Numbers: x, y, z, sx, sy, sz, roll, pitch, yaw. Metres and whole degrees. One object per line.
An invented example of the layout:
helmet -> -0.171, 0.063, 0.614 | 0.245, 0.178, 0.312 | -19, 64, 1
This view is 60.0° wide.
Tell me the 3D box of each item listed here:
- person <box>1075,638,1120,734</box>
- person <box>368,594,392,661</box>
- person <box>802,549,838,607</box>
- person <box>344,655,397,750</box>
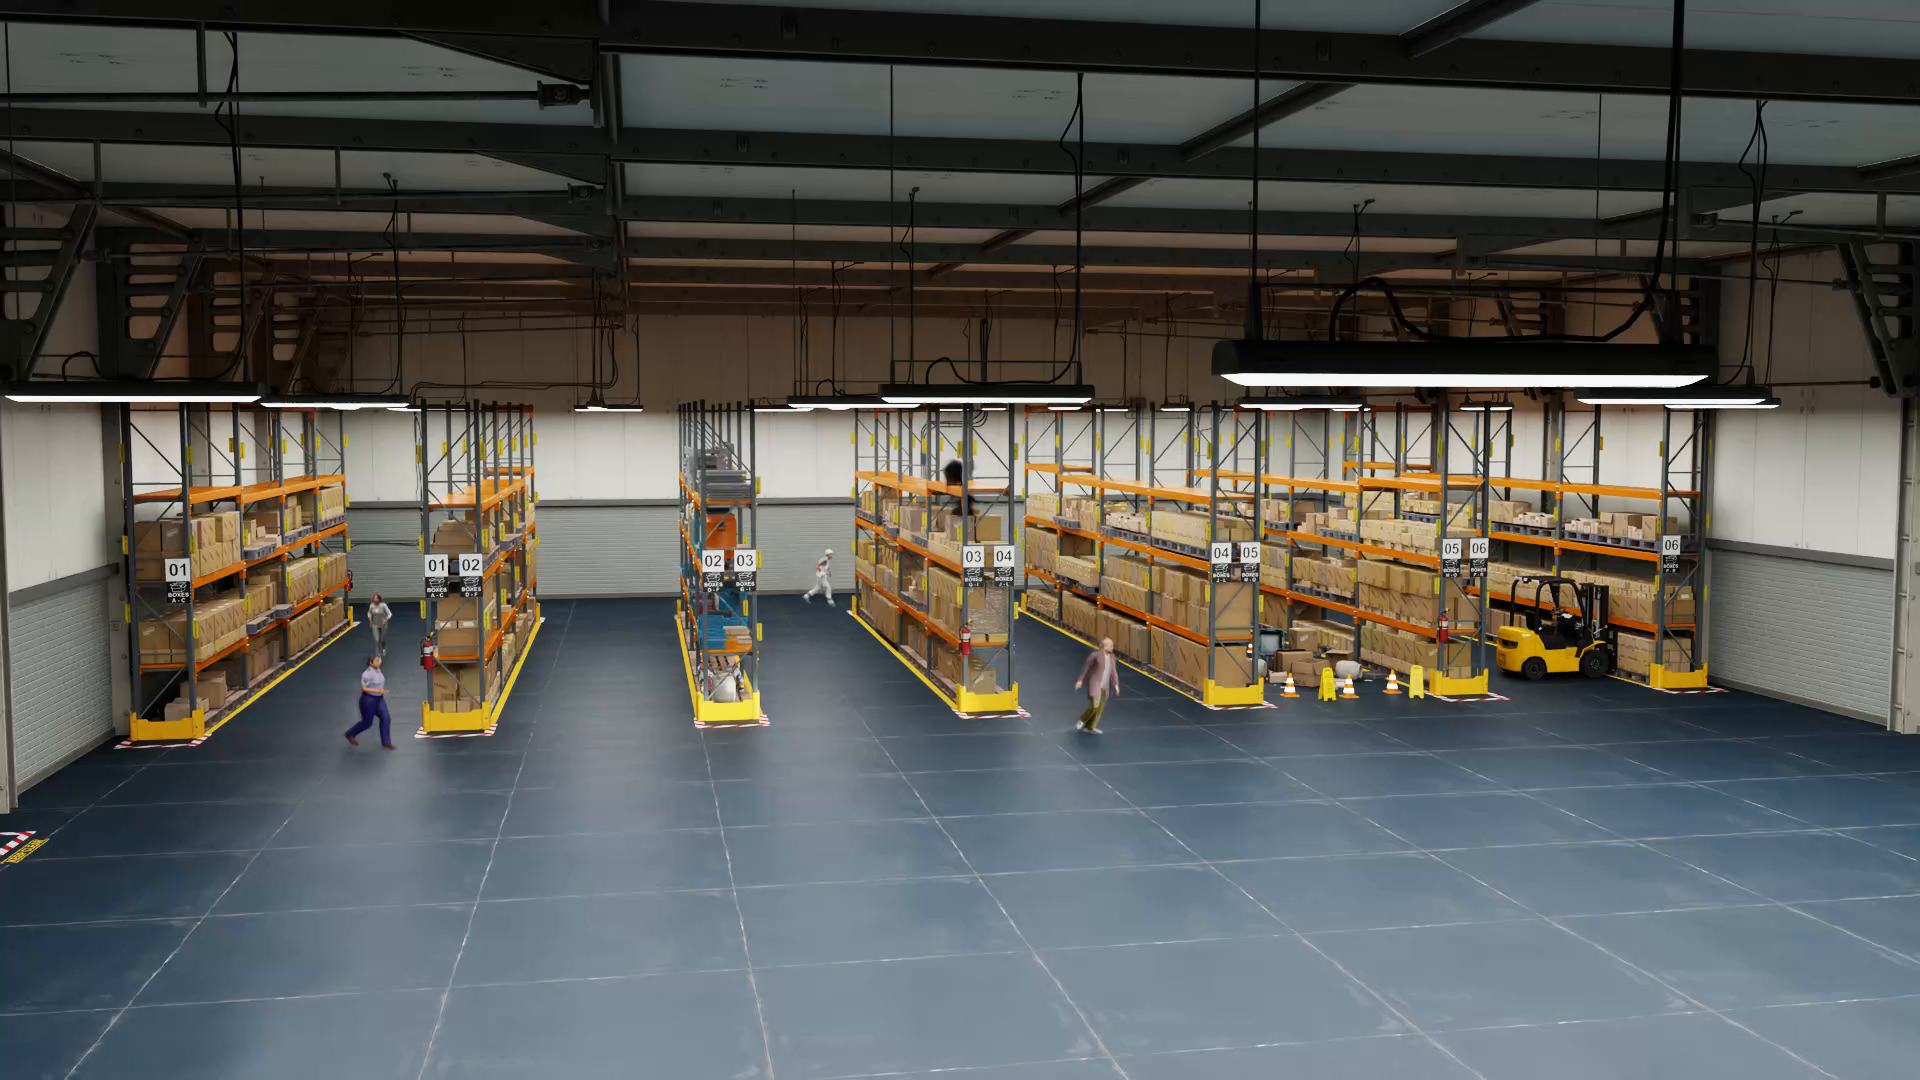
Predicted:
person -> 2.443, 2.615, 29.783 | 0.743, 1.738, 0.588 | -3, 5, -36
person -> -13.439, 2.026, 38.540 | 0.541, 1.607, 0.733 | -1, 4, -8
person -> -4.153, 1.128, 49.386 | 1.097, 1.729, 0.668 | 1, 4, 8
person -> -10.090, 2.776, 28.399 | 0.899, 1.664, 0.587 | 1, 4, 12
